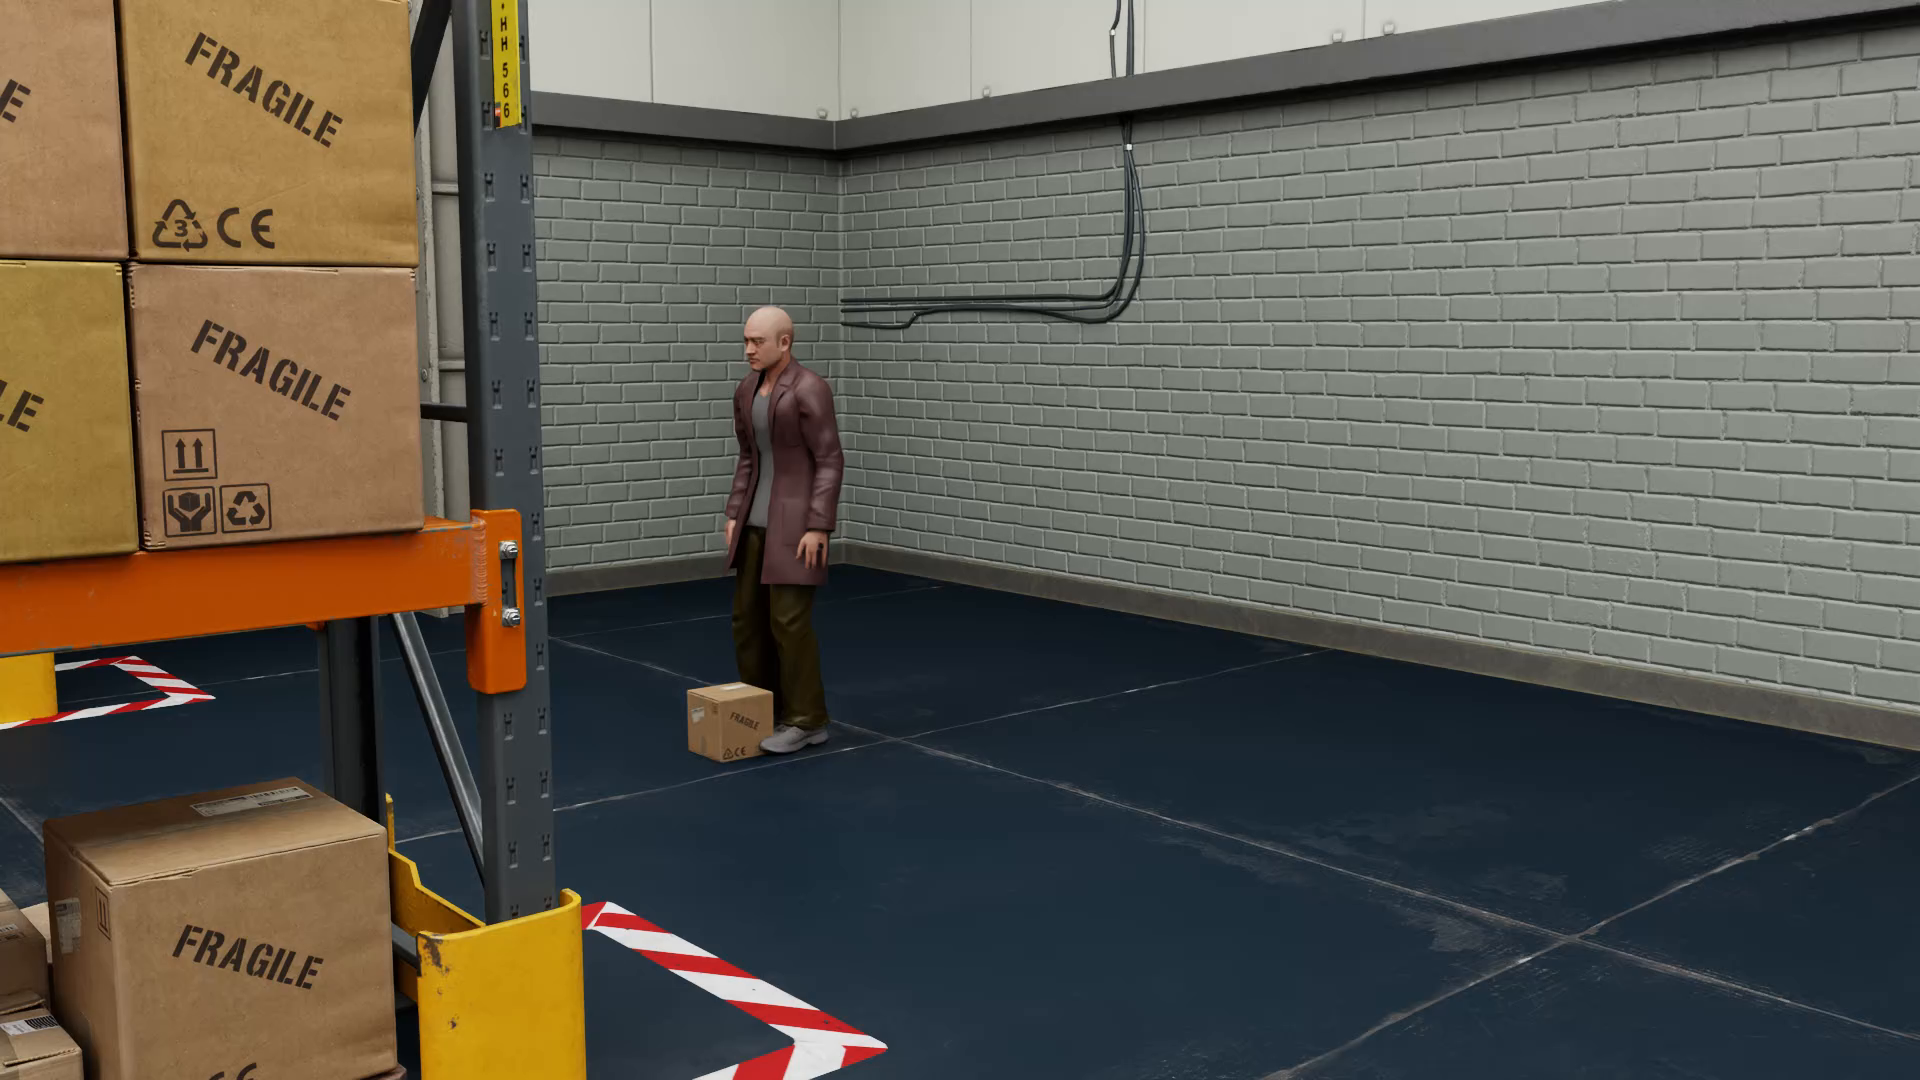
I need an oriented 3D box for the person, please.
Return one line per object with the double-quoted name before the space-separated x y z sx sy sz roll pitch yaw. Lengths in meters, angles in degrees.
"person" -0.735 0.010 6.738 0.428 1.652 0.640 -7 10 -43
